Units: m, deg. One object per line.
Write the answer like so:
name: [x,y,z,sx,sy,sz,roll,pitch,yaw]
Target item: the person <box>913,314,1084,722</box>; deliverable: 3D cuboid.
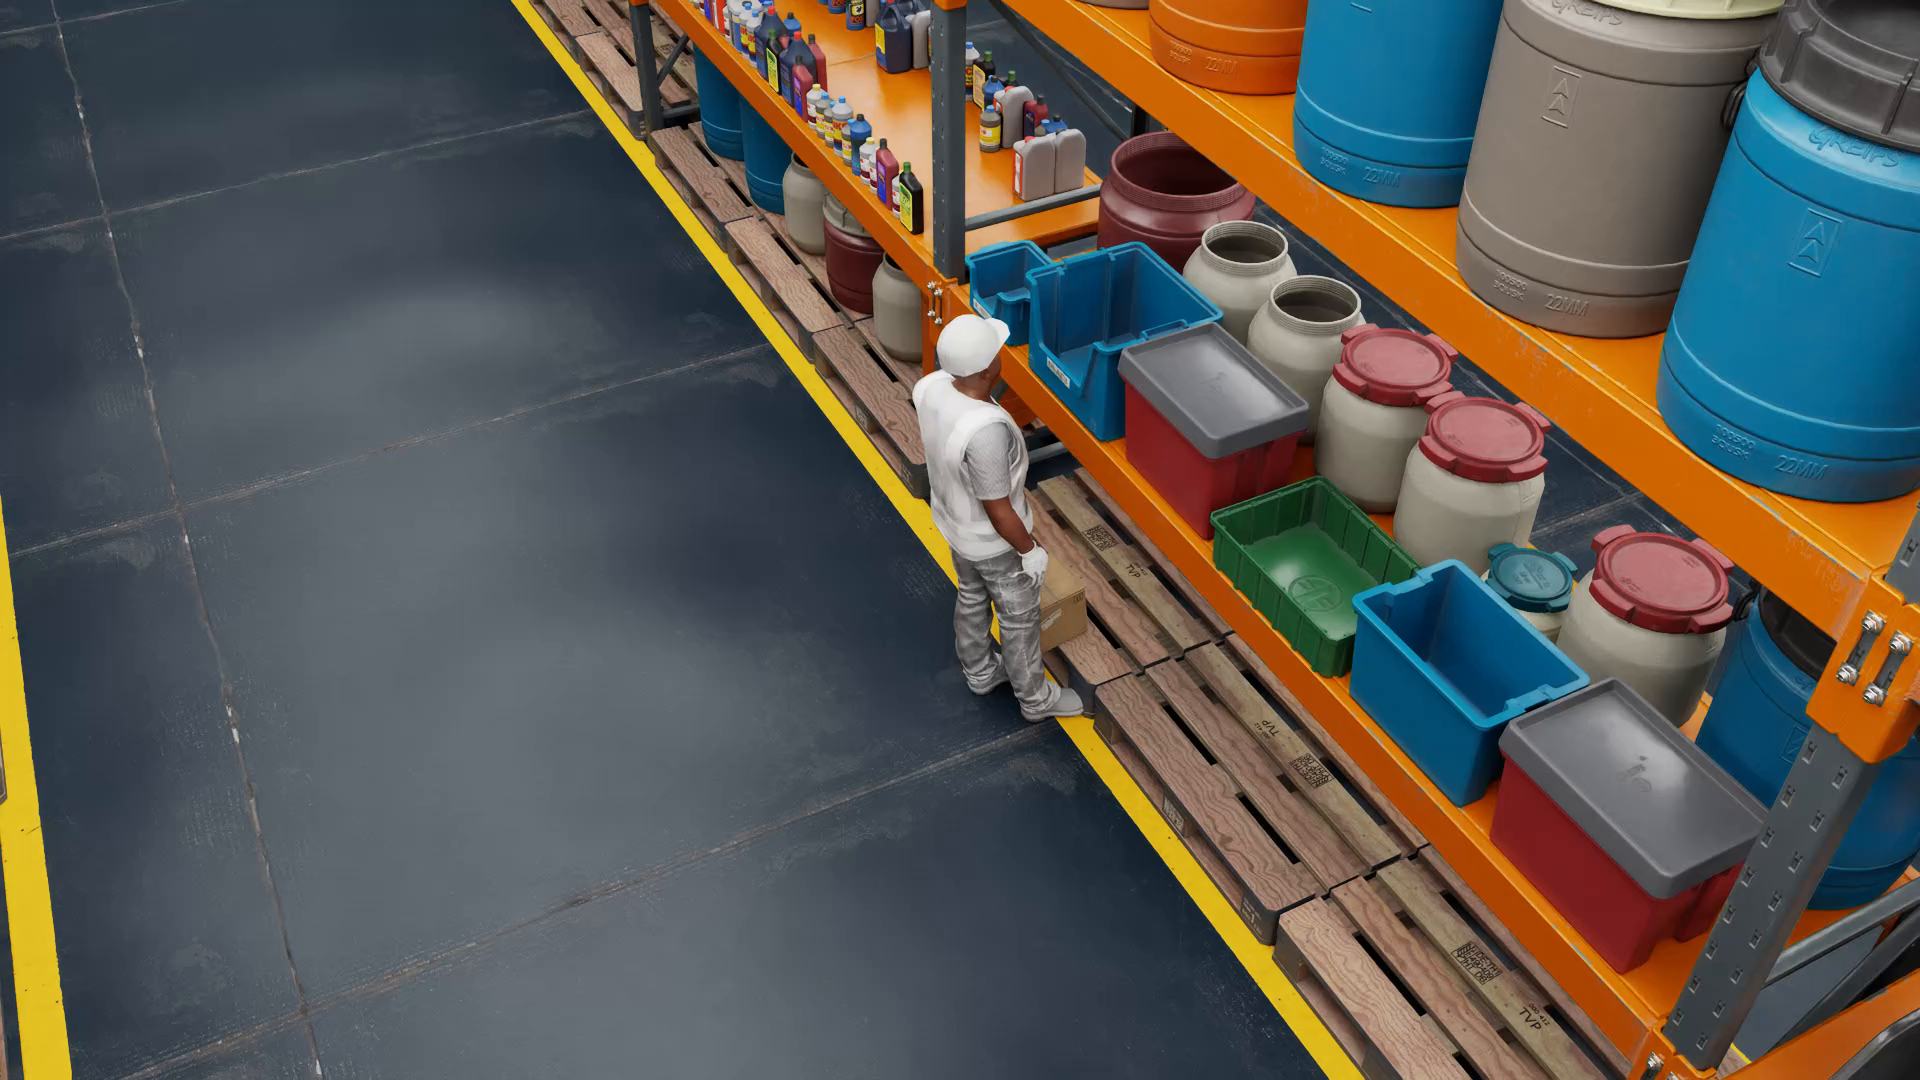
person: [0.162,-0.089,6.232,0.577,1.782,0.656,-19,44,-21]
